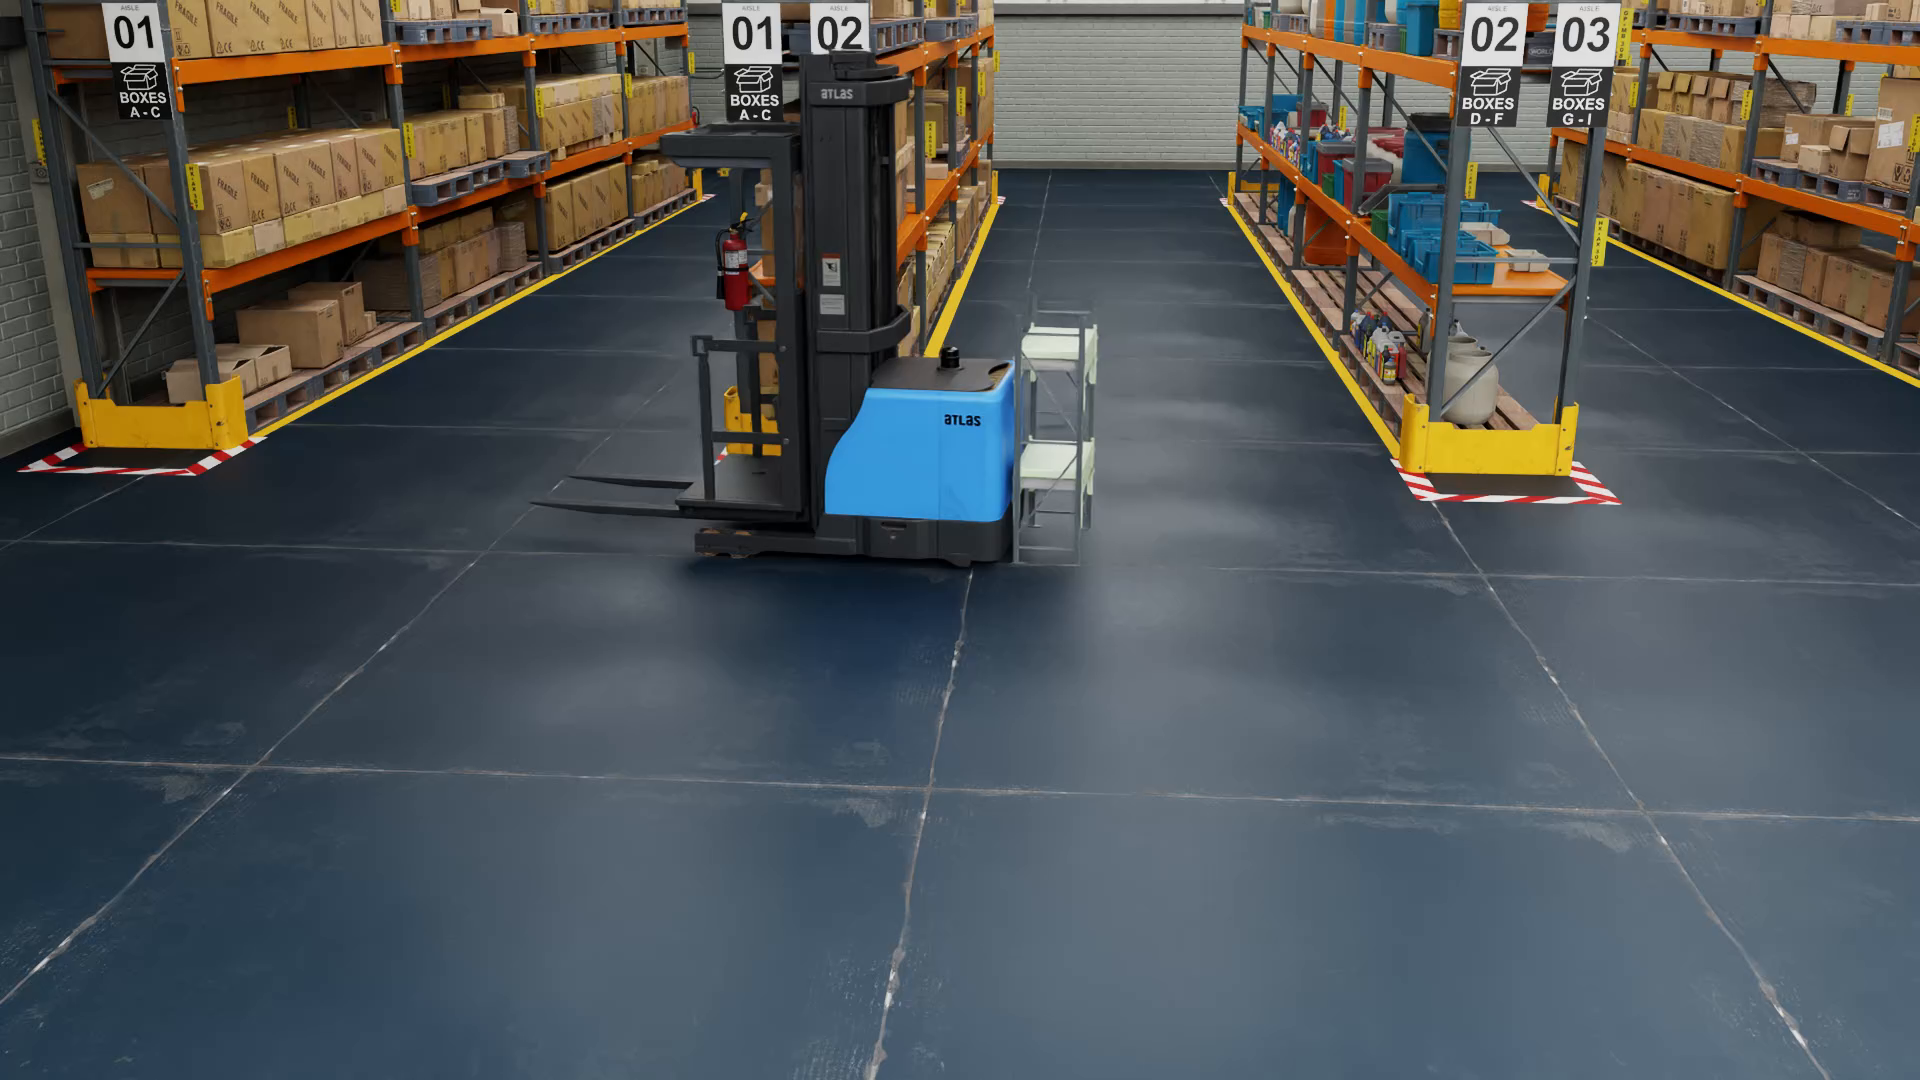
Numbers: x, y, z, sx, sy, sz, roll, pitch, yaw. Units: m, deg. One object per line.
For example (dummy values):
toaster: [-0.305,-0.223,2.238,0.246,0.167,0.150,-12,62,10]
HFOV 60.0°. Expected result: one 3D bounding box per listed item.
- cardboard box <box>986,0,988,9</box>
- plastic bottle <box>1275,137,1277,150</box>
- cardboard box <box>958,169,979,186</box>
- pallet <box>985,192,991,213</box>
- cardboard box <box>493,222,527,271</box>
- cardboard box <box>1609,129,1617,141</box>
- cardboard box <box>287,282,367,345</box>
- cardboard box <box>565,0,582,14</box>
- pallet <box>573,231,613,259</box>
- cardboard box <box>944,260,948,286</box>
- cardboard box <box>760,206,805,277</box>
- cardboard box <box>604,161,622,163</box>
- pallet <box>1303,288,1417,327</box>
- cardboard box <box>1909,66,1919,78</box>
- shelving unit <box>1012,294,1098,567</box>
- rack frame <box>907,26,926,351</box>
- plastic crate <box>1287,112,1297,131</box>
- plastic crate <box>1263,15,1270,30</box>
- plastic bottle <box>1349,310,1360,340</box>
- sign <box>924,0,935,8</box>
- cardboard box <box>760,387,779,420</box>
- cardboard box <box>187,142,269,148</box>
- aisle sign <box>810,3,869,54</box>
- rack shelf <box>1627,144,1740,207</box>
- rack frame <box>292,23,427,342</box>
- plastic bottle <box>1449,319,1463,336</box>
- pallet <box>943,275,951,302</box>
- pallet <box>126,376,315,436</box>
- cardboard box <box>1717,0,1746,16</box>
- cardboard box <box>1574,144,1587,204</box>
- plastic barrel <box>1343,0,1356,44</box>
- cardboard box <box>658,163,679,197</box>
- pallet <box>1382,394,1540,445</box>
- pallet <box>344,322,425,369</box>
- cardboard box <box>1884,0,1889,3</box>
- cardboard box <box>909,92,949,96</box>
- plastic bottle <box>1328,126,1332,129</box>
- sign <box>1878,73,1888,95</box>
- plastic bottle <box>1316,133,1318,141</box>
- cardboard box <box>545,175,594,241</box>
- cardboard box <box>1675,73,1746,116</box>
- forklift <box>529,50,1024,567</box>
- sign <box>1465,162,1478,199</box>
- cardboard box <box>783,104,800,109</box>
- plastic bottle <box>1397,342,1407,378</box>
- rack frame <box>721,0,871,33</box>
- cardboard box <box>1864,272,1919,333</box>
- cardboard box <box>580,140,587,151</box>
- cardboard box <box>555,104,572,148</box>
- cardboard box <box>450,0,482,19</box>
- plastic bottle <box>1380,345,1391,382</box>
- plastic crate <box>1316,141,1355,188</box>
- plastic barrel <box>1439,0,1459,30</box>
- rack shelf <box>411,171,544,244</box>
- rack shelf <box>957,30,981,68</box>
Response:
cardboard box: [0.145,-7.964,24.531,0.500,0.250,0.500,1,18,4]
plastic bottle: [4.204,-5.240,21.918,0.097,0.201,0.097,0,18,0]
cardboard box: [-0.125,-5.367,25.289,0.797,0.503,0.637,1,18,4]
pallet: [-0.030,-5.407,26.586,1.003,0.211,1.213,1,18,4]
cardboard box: [-5.482,-3.425,19.365,0.700,0.500,0.500,2,18,5]
cardboard box: [9.358,-5.681,23.347,0.380,0.149,0.250,1,18,3]
cardboard box: [-5.804,-2.084,15.273,0.500,0.500,0.500,0,18,0]
cardboard box: [-5.344,-7.107,21.612,0.700,0.500,0.500,1,18,3]
pallet: [-5.261,-3.924,22.060,1.003,0.211,1.213,1,18,4]
cardboard box: [-0.408,-2.927,18.279,0.500,0.250,0.500,2,18,5]
cardboard box: [-1.069,-2.226,12.240,0.700,0.500,0.500,1,18,4]
cardboard box: [-5.195,-5.625,25.072,0.380,0.149,0.250,1,18,2]
pallet: [4.214,-2.464,17.605,1.003,0.211,1.213,1,18,4]
cardboard box: [14.526,-7.013,24.763,0.500,0.500,0.500,2,18,6]
shelving unit: [0.579,-0.676,10.076,0.431,1.500,0.755,3,18,9]
rack frame: [-0.828,-3.276,15.605,1.000,3.000,0.127,1,18,4]
plastic crate: [4.979,-6.092,24.291,0.437,0.282,0.530,1,18,4]
plastic crate: [4.414,-7.112,22.835,0.450,0.188,0.662,1,18,4]
plastic bottle: [3.652,-1.988,15.348,0.097,0.271,0.097,0,18,0]
sign: [-0.275,-4.973,15.009,0.100,0.325,0.005,1,18,4]
cardboard box: [-1.371,-1.100,12.705,0.500,0.250,0.500,1,18,4]
cardboard box: [-6.120,-3.062,13.956,0.500,0.500,0.500,2,18,5]
aisle sign: [-0.814,-3.242,11.326,0.394,0.787,0.004,1,18,4]
rack shelf: [9.482,-4.576,20.726,1.077,0.370,4.000,1,18,4]
rack frame: [-5.770,-3.386,15.939,1.000,3.000,0.127,1,18,4]
plastic bottle: [4.316,-1.749,14.490,0.144,0.351,0.185,1,18,4]
pallet: [-0.639,-2.939,19.053,1.003,0.211,1.213,1,18,4]
pallet: [-5.957,-1.094,13.421,1.003,0.211,1.213,1,18,4]
cardboard box: [9.285,-6.430,19.577,0.500,0.500,0.500,2,18,7]
cardboard box: [9.881,-5.488,25.091,0.875,0.875,0.875,1,18,4]
plastic barrel: [3.979,-5.194,15.836,0.600,0.901,0.600,0,18,0]
cardboard box: [-4.895,-5.749,26.492,0.700,0.500,0.500,1,18,4]
pallet: [3.847,-0.874,12.752,1.003,0.211,1.213,1,18,4]
pallet: [-5.782,-1.851,15.734,1.003,0.211,1.213,1,18,4]
cardboard box: [9.478,-5.540,16.733,0.500,0.500,0.500,2,18,5]
cardboard box: [-0.498,-5.651,22.017,0.700,0.500,0.500,4,19,13]
plastic bottle: [4.980,-5.461,22.470,0.152,0.276,0.135,1,18,4]
sign: [14.311,-7.062,25.769,0.100,0.325,0.005,1,18,4]
plastic bottle: [4.854,-5.422,22.473,0.097,0.201,0.097,0,18,0]
cardboard box: [-5.230,-4.304,21.518,0.750,0.750,0.750,1,18,4]
cardboard box: [9.527,-5.652,21.082,0.797,0.503,0.637,1,18,5]
forklift: [-1.157,-1.436,10.098,3.031,2.935,1.130,3,18,10]
sign: [4.660,-3.281,15.173,0.100,0.325,0.005,1,18,4]
cardboard box: [-1.033,-3.023,12.587,0.700,0.500,0.500,1,18,2]
plastic bottle: [3.671,-1.496,13.828,0.061,0.283,0.133,1,18,4]
rack frame: [-1.115,-4.885,10.879,1.000,3.000,0.127,1,18,4]
cardboard box: [9.118,-2.266,15.828,0.700,0.500,0.500,0,18,0]
cardboard box: [-5.103,-5.173,21.766,0.380,0.149,0.250,2,18,6]
cardboard box: [-5.146,-5.134,20.604,0.500,0.500,0.500,2,18,6]
cardboard box: [-5.668,-5.712,18.022,0.797,0.503,0.637,4,19,12]
plastic bottle: [3.510,-1.458,13.710,0.061,0.283,0.133,2,18,5]
plastic crate: [3.978,-3.942,17.535,0.402,0.464,0.583,1,18,4]
plastic barrel: [3.780,-3.994,12.000,0.600,0.588,0.600,0,18,0]
rack shelf: [-5.626,-3.665,17.947,1.077,0.370,4.000,1,18,4]
rack shelf: [-0.398,-6.223,20.937,1.077,0.370,4.000,1,18,4]
